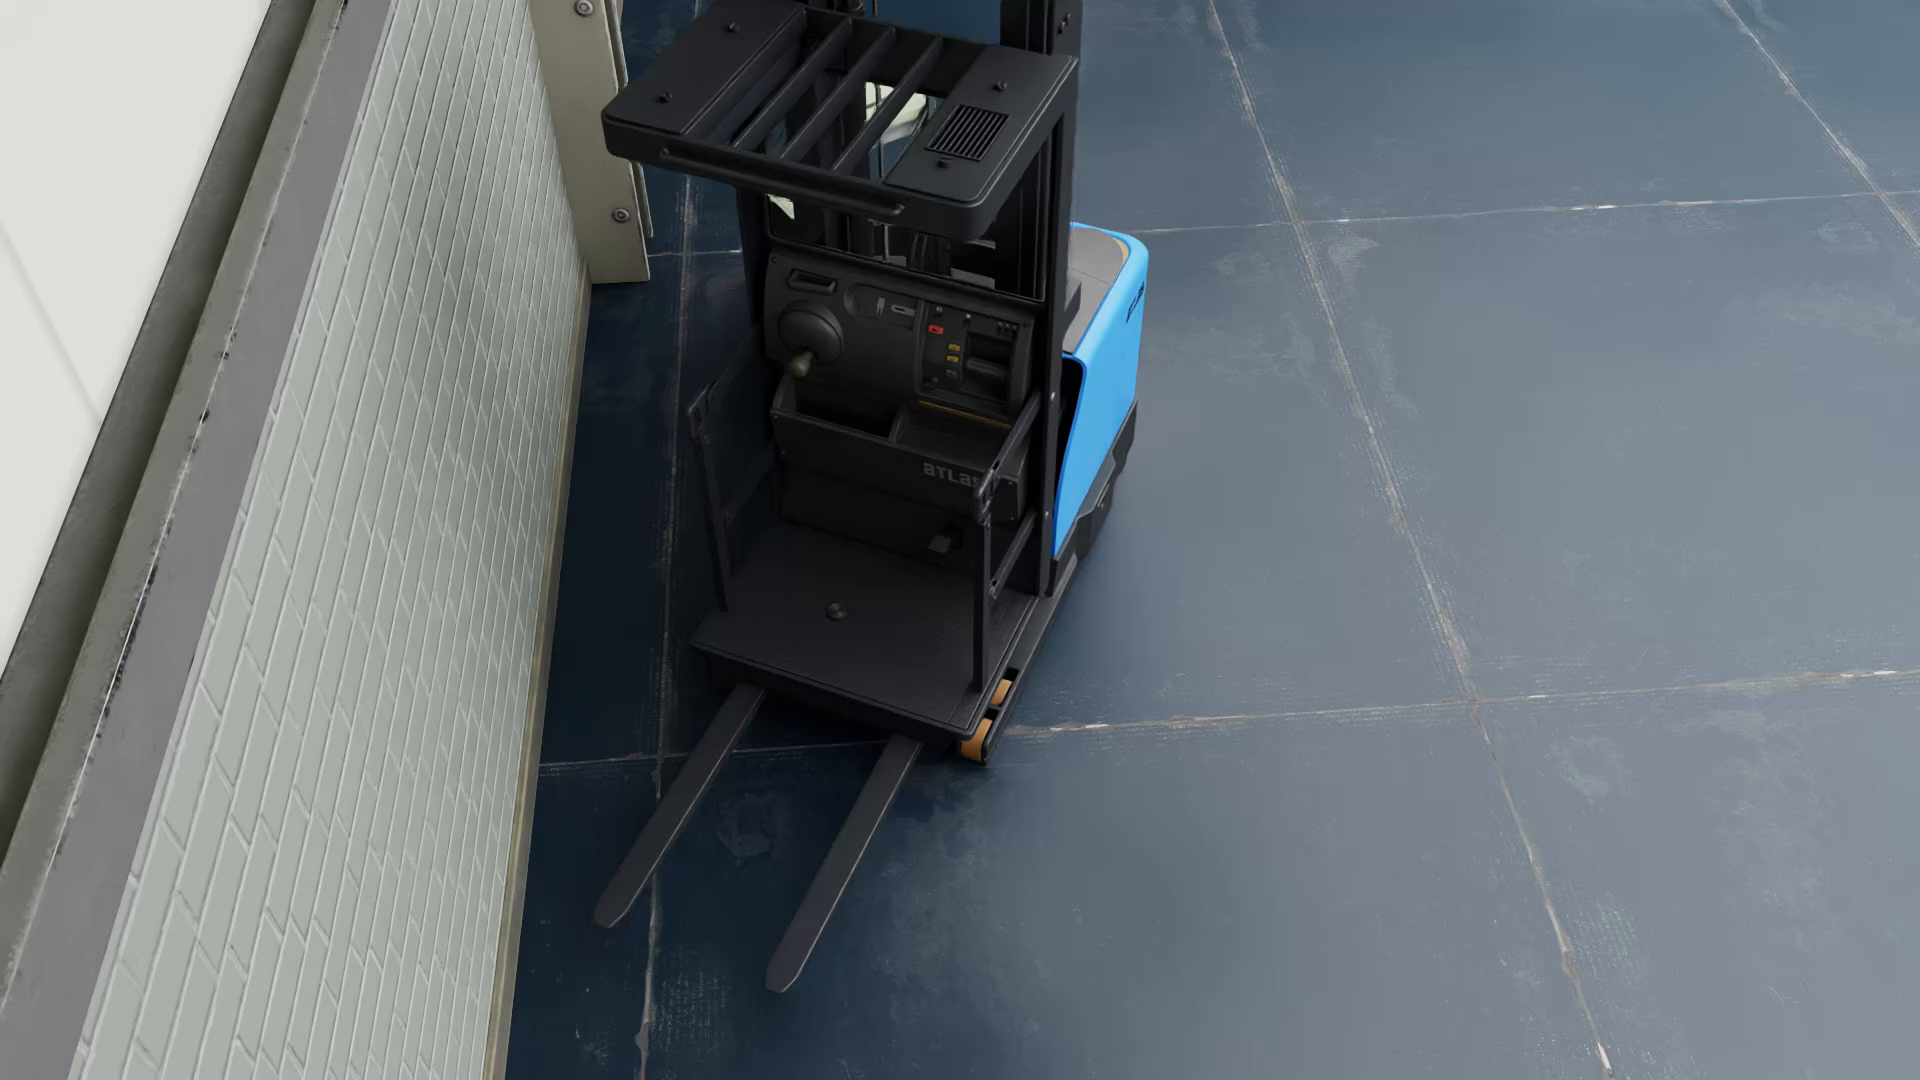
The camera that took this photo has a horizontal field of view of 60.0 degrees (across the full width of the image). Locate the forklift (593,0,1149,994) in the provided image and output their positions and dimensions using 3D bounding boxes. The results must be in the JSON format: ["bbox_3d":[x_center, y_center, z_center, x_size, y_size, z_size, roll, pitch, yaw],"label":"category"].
[{"bbox_3d":[-0.288,-0.565,5.267,1.130,2.935,3.031,16,49,15],"label":"forklift"}]

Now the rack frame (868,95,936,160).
[{"bbox_3d":[-0.267,-1.271,6.921,0.400,1.500,0.023,-25,52,-22],"label":"rack frame"}]

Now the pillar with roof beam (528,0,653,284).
[{"bbox_3d":[2.640,-4.725,5.027,9.100,9.000,0.400,-3,47,-3],"label":"pillar with roof beam"}]

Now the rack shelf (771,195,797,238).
[{"bbox_3d":[-0.468,-1.269,7.368,0.431,0.370,0.720,-25,52,-22],"label":"rack shelf"}]

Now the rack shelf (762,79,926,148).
[{"bbox_3d":[-0.468,-1.761,6.848,0.431,0.370,0.720,-25,52,-22],"label":"rack shelf"}]

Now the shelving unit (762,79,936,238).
[{"bbox_3d":[-0.468,-1.493,7.131,0.431,1.500,0.755,-25,52,-22],"label":"shelving unit"}]

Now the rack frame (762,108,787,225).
[{"bbox_3d":[-0.669,-1.715,7.341,0.400,1.500,0.023,-25,52,-22],"label":"rack frame"}]
